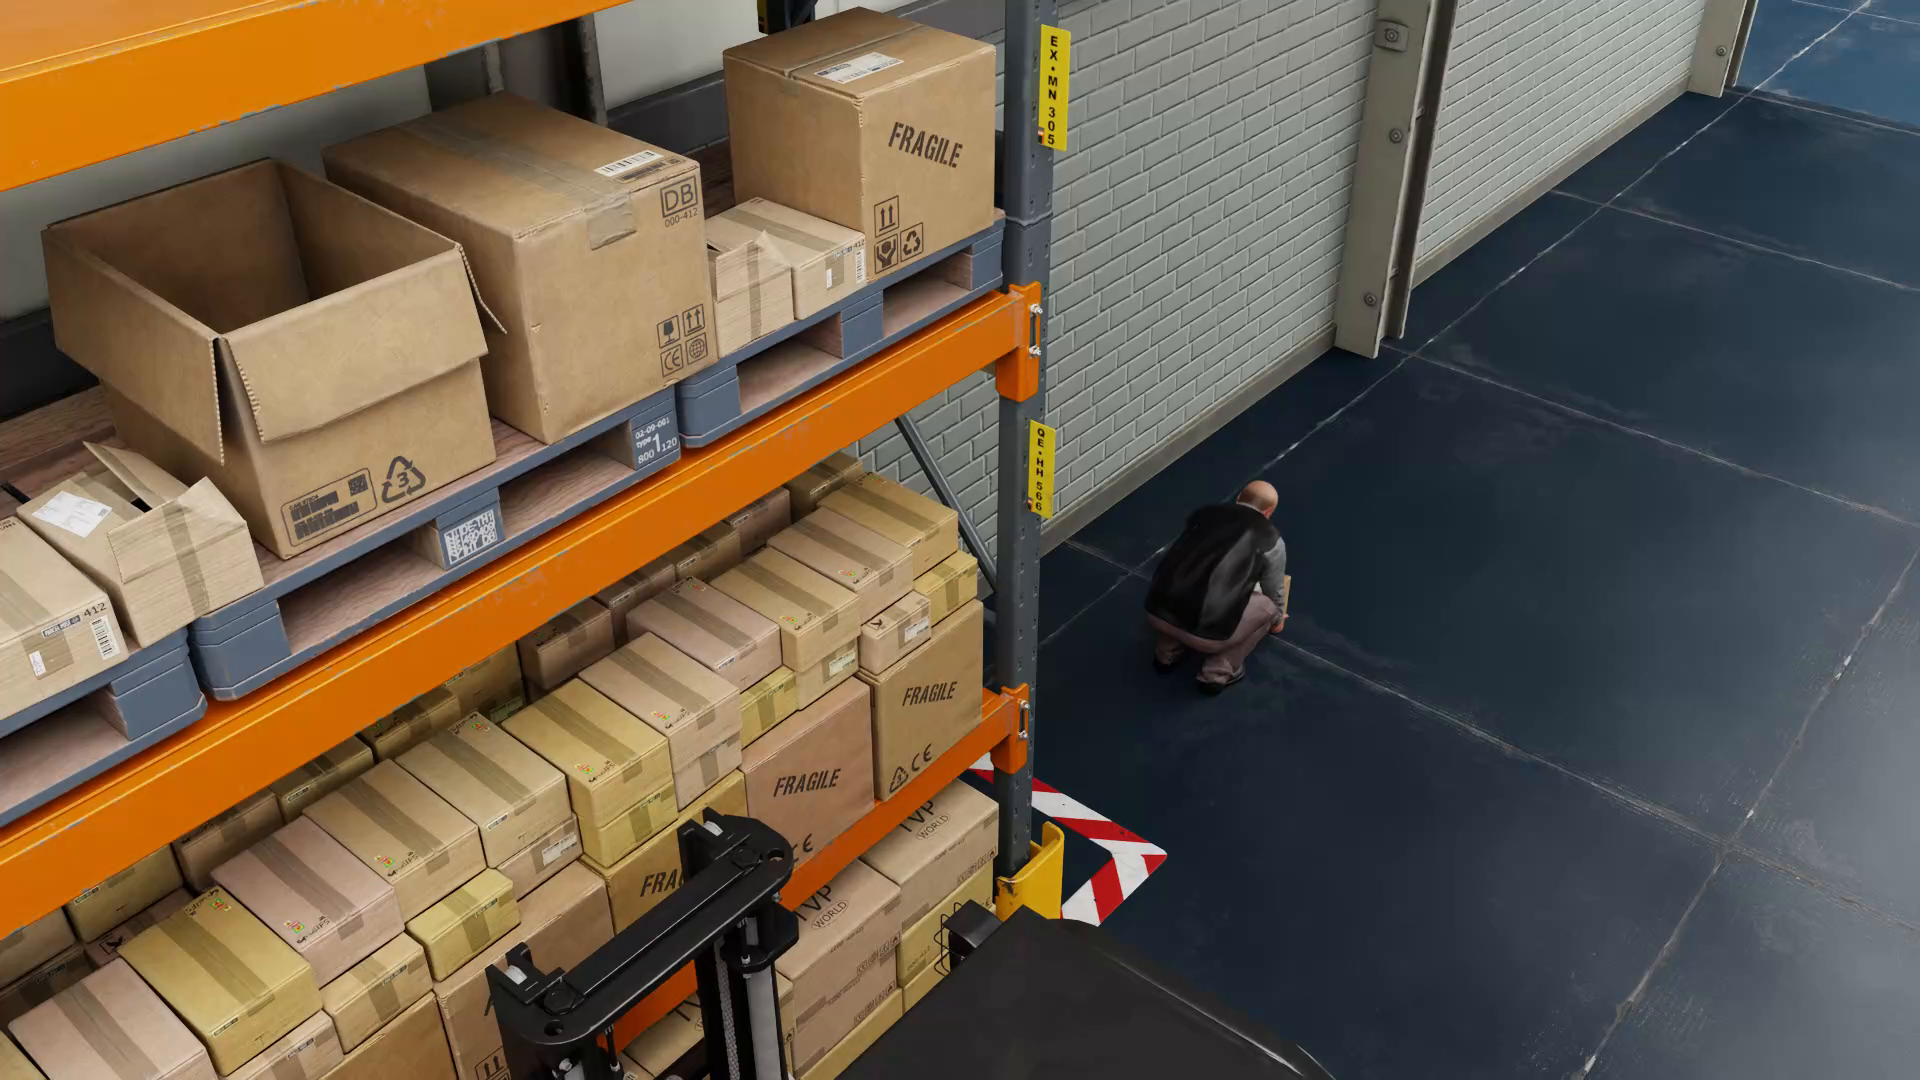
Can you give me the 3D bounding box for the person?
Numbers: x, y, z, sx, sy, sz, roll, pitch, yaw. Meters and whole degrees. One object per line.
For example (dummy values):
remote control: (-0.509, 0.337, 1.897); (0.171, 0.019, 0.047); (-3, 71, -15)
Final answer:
person: (1.210, 0.256, 7.725); (0.523, 0.830, 0.913); (25, 42, 31)
